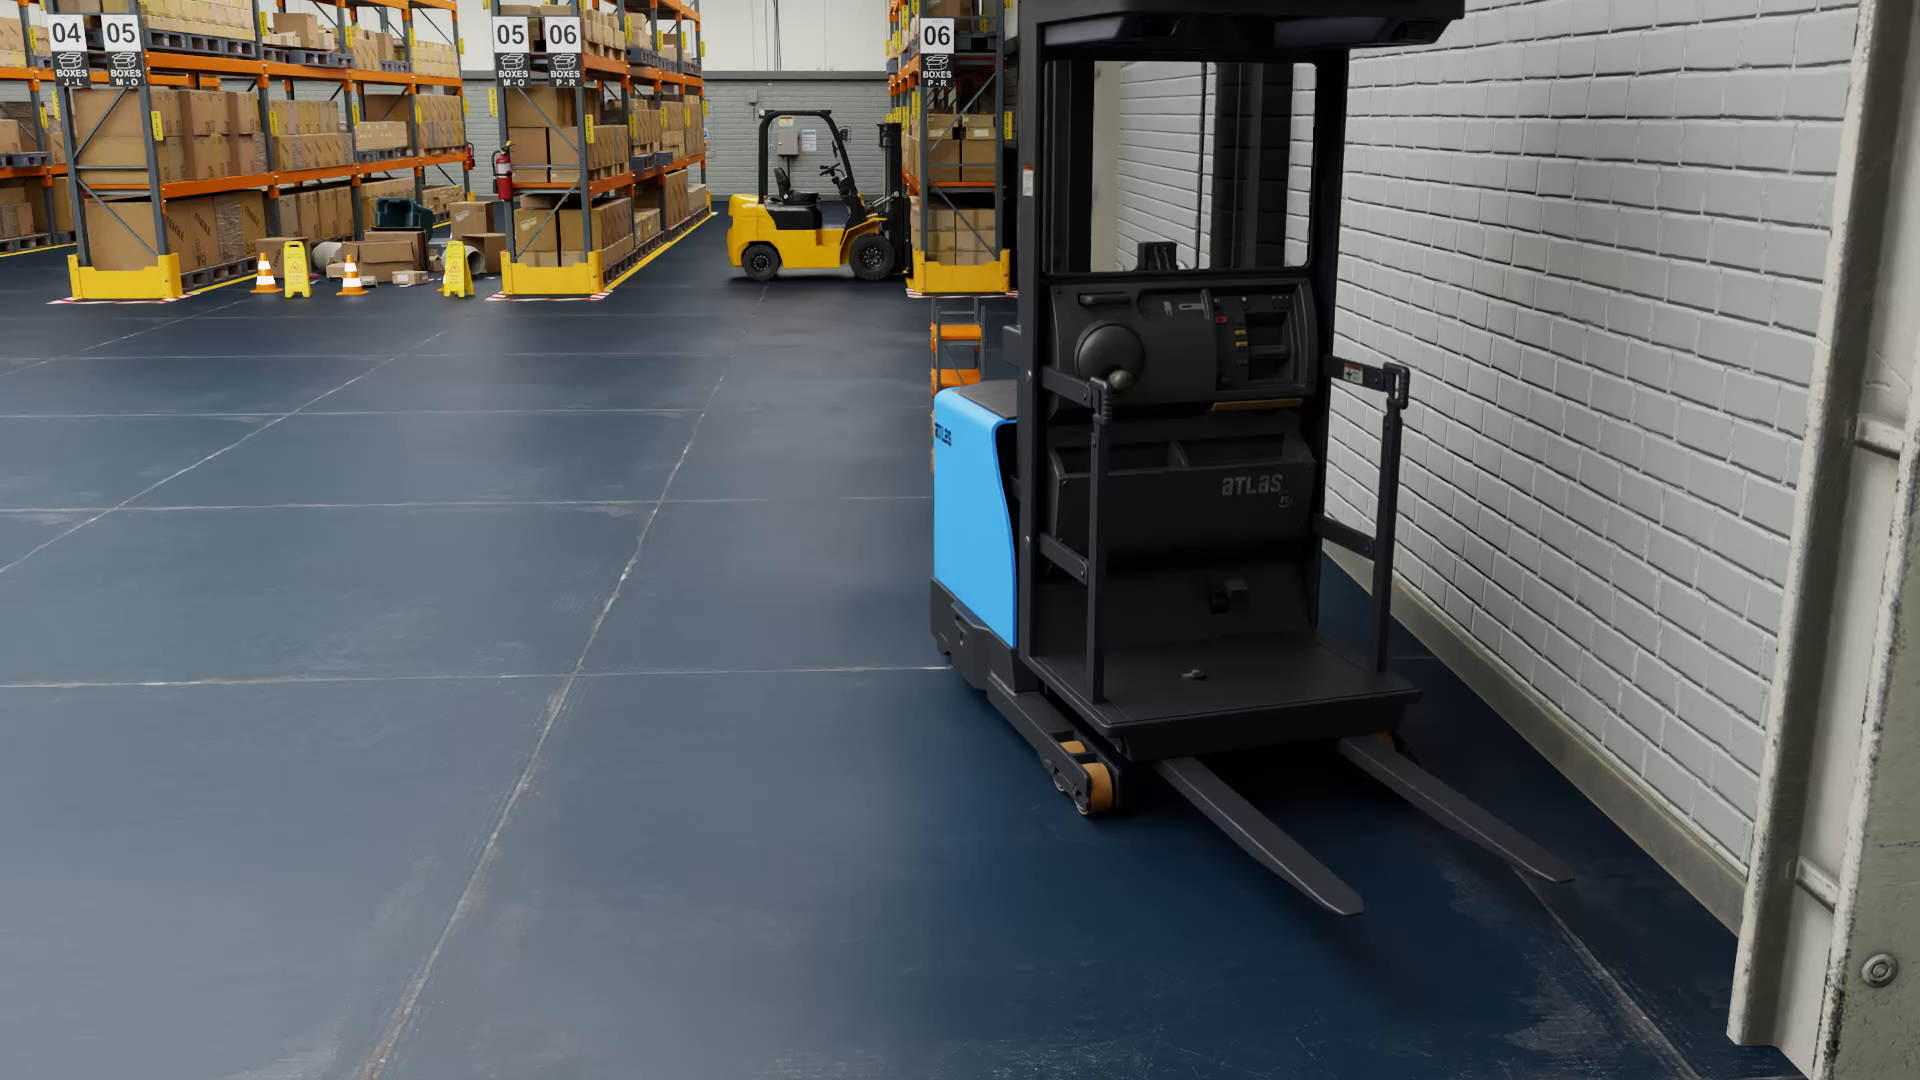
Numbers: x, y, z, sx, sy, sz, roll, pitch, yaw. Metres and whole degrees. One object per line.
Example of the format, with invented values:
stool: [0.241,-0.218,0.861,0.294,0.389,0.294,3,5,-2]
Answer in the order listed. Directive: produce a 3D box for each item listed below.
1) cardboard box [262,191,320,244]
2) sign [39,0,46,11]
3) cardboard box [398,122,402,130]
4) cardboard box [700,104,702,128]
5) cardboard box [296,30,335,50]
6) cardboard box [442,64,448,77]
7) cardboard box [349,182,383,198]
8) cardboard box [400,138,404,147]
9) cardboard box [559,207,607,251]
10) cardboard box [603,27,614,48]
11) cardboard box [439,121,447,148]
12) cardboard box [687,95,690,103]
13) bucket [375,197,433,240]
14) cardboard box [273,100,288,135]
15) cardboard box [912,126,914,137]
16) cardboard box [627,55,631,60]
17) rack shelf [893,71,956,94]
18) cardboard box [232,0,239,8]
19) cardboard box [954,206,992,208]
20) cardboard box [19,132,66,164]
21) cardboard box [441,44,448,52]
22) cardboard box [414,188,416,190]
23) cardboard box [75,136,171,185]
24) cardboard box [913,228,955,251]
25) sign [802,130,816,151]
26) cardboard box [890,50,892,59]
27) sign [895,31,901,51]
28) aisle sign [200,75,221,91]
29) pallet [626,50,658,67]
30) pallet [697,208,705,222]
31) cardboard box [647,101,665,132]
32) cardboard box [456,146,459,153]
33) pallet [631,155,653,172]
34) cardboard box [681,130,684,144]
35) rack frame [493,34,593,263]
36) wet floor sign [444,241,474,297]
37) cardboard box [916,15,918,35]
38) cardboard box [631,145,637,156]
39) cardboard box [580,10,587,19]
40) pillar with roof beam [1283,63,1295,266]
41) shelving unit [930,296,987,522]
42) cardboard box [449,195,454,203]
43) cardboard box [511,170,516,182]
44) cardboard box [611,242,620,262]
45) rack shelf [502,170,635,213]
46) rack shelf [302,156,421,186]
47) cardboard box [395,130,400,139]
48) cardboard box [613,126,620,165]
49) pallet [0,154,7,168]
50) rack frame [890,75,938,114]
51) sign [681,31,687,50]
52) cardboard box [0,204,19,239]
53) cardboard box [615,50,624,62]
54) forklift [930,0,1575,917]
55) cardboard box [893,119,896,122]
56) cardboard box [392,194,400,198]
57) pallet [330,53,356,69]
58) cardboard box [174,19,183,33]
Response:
cardboard box: [-10.302,-4.844,25.005,1.050,0.750,0.750,-1,14,-3]
sign: [-10.412,-6.180,18.890,0.100,0.325,0.005,-1,14,-3]
cardboard box: [-10.376,-7.533,30.251,0.380,0.149,0.250,-1,14,-5]
cardboard box: [-5.659,-8.839,34.655,0.500,0.500,0.500,0,14,-2]
cardboard box: [-10.001,-7.738,25.696,0.500,0.311,0.500,-1,14,-3]
cardboard box: [-10.513,-9.342,33.097,0.500,0.250,0.500,0,14,-1]
cardboard box: [-10.198,-5.989,28.453,0.500,0.250,0.500,-1,14,-4]
cardboard box: [-10.374,-7.248,30.338,0.380,0.149,0.250,-1,14,-3]
cardboard box: [-4.712,-3.889,20.794,0.500,0.500,0.500,-1,14,-5]
cardboard box: [-4.838,-6.604,21.859,0.500,0.250,0.500,-1,14,-4]
cardboard box: [-10.488,-8.028,32.910,0.500,0.500,0.500,0,14,-1]
cardboard box: [-5.471,-8.613,32.474,0.380,0.149,0.250,-1,14,-5]
bucket: [-7.808,-4.490,23.475,0.726,0.611,0.620,4,5,16]
cardboard box: [-10.188,-6.121,24.089,0.700,0.500,0.500,-1,14,-4]
cardboard box: [-0.455,-5.539,22.532,0.380,0.149,0.250,-1,14,-4]
cardboard box: [-5.308,-7.557,25.651,0.797,0.503,0.637,-1,14,-3]
rack shelf: [-0.601,-8.113,29.461,1.077,0.370,4.000,-1,14,-3]
cardboard box: [-9.746,-7.095,21.922,0.380,0.149,0.250,-1,14,-4]
cardboard box: [0.143,-4.124,21.204,0.500,0.250,0.500,-1,14,-3]
cardboard box: [-15.081,-6.454,27.390,0.500,0.500,0.500,0,14,-2]
cardboard box: [-10.489,-9.868,33.337,0.380,0.149,0.250,-1,14,-3]
cardboard box: [-10.955,-6.909,33.042,0.380,0.149,0.250,-1,14,-3]
cardboard box: [-9.938,-4.506,19.720,0.875,0.550,0.550,-1,14,-3]
cardboard box: [-0.324,-3.751,20.759,0.500,0.250,0.500,-1,14,-4]
sign: [-3.714,-9.834,40.919,0.329,0.494,0.001,-1,14,-3]
cardboard box: [-1.078,-8.818,30.218,0.380,0.149,0.250,-1,14,-3]
sign: [-1.019,-8.206,27.343,0.100,0.325,0.005,-1,14,-3]
aisle sign: [-15.523,-9.552,34.412,0.394,0.787,0.004,-1,14,-3]
pallet: [-5.183,-7.213,24.899,1.213,0.211,1.003,-1,14,-3]
pallet: [-5.727,-6.572,33.646,1.003,0.211,1.213,-1,14,-3]
cardboard box: [-5.218,-7.092,27.865,0.500,0.500,0.500,-1,14,-5]
cardboard box: [-10.581,-8.061,34.339,0.380,0.149,0.250,-1,14,-4]
pallet: [-5.086,-5.538,24.416,1.003,0.211,1.213,-1,14,-3]
cardboard box: [-5.409,-7.492,30.922,0.500,0.250,0.500,-1,14,-3]
rack frame: [-4.936,-4.444,19.778,1.000,3.000,0.127,-1,14,-3]
wet floor sign: [-5.992,-3.240,19.823,0.267,0.644,0.232,4,15,16]
cardboard box: [-0.352,-6.425,20.685,0.396,0.266,0.258,-1,14,-3]
cardboard box: [-4.902,-5.663,24.176,0.380,0.149,0.250,-1,14,-3]
cardboard box: [-4.740,-6.378,20.180,0.380,0.149,0.250,-1,14,-3]
pillar with roof beam: [-2.679,-4.563,8.201,9.100,9.000,0.400,-1,14,-3]
shelving unit: [-0.010,-0.622,8.537,0.258,1.200,0.503,-1,14,-3]
cardboard box: [-10.465,-6.904,33.620,0.380,0.149,0.250,-1,14,-3]
cardboard box: [-5.299,-4.473,20.396,0.380,0.149,0.250,-1,14,-4]
cardboard box: [-4.780,-3.783,21.885,0.500,0.250,0.500,0,14,0]
rack shelf: [-5.060,-4.593,21.801,1.077,0.370,4.000,-1,14,-3]
rack shelf: [-10.489,-6.481,29.139,1.077,0.370,4.000,-1,14,-3]
cardboard box: [-10.362,-7.329,30.057,0.380,0.149,0.250,0,14,-1]
cardboard box: [-4.832,-5.268,22.182,0.500,0.500,0.500,0,14,-2]
pallet: [-15.159,-5.696,25.029,1.003,0.211,1.213,-1,14,-3]
rack frame: [-0.973,-8.501,35.545,1.000,3.000,0.127,-1,14,-3]
sign: [-5.138,-9.294,30.942,0.100,0.325,0.005,-1,14,-3]
cardboard box: [-15.214,-4.979,25.991,0.700,0.500,0.500,-2,15,-8]
cardboard box: [-4.859,-6.696,23.015,0.380,0.149,0.250,-1,14,-3]
forklift: [0.807,-0.671,5.252,1.130,2.935,3.031,-4,15,-17]
cardboard box: [-0.838,-7.310,29.873,0.700,0.500,0.500,-1,14,-4]
cardboard box: [-10.257,-5.884,29.549,0.500,0.500,0.500,-1,14,-5]
pallet: [-10.273,-7.534,26.147,1.213,0.211,1.003,0,14,-1]
cardboard box: [-9.619,-6.204,20.060,0.380,0.149,0.250,-1,14,-3]
